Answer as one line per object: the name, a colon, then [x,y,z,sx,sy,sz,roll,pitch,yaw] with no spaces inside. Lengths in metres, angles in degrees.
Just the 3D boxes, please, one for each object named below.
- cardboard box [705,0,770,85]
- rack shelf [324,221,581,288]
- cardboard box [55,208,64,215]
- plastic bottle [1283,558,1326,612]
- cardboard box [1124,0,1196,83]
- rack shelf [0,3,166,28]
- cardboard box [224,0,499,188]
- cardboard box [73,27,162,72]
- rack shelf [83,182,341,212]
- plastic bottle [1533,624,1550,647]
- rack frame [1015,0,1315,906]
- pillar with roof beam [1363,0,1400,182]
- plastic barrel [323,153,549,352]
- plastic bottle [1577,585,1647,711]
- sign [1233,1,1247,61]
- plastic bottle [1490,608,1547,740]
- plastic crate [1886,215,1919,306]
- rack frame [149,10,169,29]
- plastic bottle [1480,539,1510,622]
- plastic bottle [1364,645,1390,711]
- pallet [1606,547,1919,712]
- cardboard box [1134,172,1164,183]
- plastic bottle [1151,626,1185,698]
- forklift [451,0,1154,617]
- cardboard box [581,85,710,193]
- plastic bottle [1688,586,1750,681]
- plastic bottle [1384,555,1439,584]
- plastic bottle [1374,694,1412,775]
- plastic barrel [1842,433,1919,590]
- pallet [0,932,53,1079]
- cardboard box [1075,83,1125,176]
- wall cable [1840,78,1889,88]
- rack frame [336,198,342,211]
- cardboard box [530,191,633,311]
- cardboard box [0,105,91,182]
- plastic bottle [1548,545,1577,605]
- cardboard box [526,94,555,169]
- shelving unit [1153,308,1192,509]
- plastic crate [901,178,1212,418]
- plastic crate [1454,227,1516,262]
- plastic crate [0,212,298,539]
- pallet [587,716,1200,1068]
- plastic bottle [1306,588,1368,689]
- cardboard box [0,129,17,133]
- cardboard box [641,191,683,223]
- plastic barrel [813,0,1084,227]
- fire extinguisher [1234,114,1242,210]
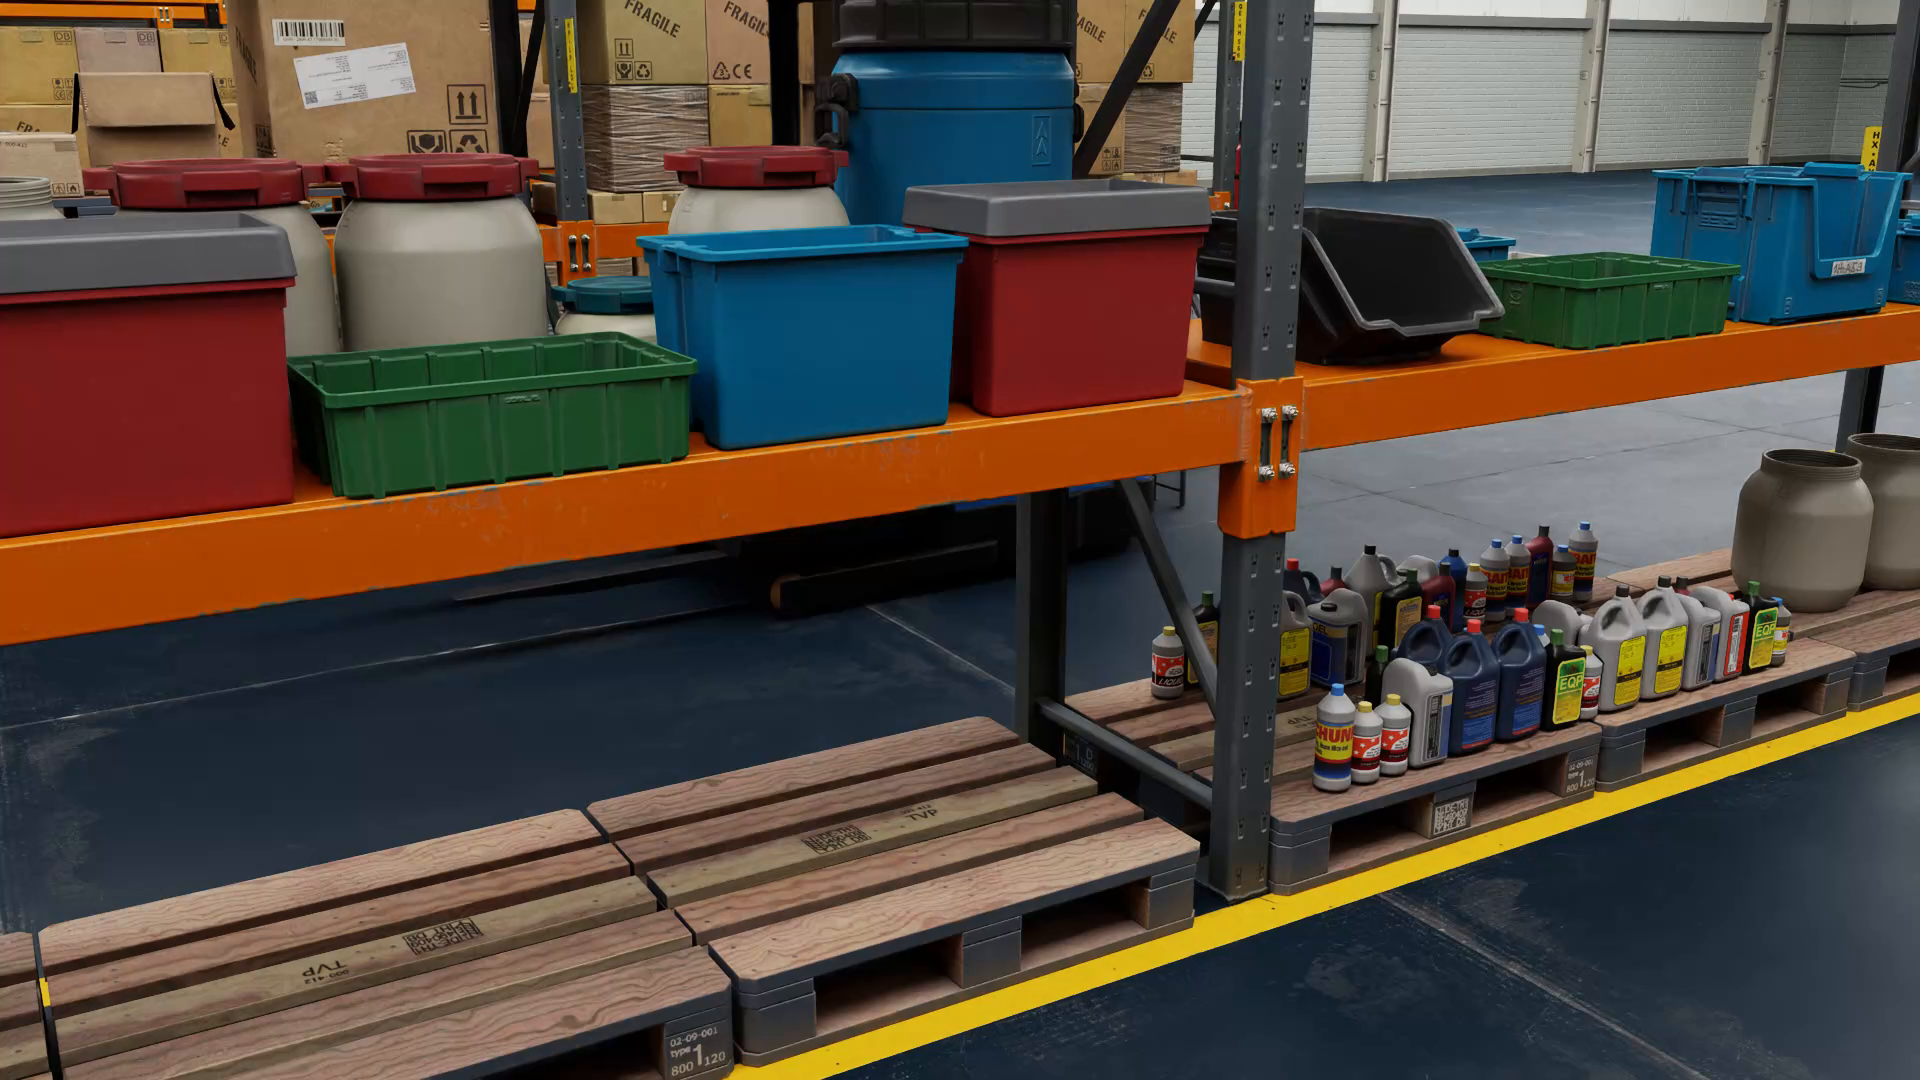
cardboard box: [-1.138,-2.548,8.353,0.500,0.500,0.500,-9,18,-30]
rack shelf: [-3.796,-1.177,7.384,4.000,0.370,1.077,-9,18,-30]
cardboard box: [-10.856,-4.120,20.171,0.625,0.625,0.875,-9,18,-30]
plastic bottle: [1.037,0.225,5.141,0.185,0.351,0.144,-10,19,-32]
cardboard box: [1.003,-2.897,9.597,0.500,0.500,0.500,-9,18,-30]
rack shelf: [-11.460,-6.062,19.254,4.000,0.370,1.077,-9,18,-30]
cardboard box: [-2.835,-2.214,7.863,1.000,1.000,1.000,-9,18,-29]
cardboard box: [-5.846,-3.280,11.516,0.500,0.500,0.700,-9,18,-29]
rack shelf: [-6.264,-2.339,11.528,4.000,0.370,1.077,-9,18,-30]
plastic bottle: [1.643,0.375,4.755,0.097,0.271,0.097,0,16,0]
rack frame: [0.469,-0.655,4.191,0.127,3.000,1.000,-9,18,-30]
pillar with roof beam: [10.269,-10.305,27.498,0.400,9.000,9.100,-9,18,-30]
plastic barrel: [-1.093,-0.537,3.515,0.433,0.535,0.433,0,16,0]
plastic bottle: [1.901,0.307,4.851,0.185,0.351,0.144,-9,18,-30]
sign: [1.615,-2.936,9.595,0.005,0.325,0.100,-9,18,-30]
plastic bottle: [1.536,0.366,4.640,0.185,0.351,0.144,-10,19,-32]
plastic crate: [3.063,-0.912,5.382,0.408,0.251,0.499,-9,18,-30]
rack frame: [-9.745,-5.242,20.553,0.127,3.000,1.000,-9,18,-30]
plastic bottle: [1.803,0.132,5.622,0.097,0.271,0.097,0,16,0]
plastic bottle: [1.175,0.422,4.565,0.133,0.283,0.061,-9,18,-30]
pallet: [3.157,0.264,6.076,1.213,0.211,1.003,-9,18,-30]
cardboard box: [0.994,-2.114,9.861,0.250,0.149,0.380,-9,18,-30]
plastic bottle: [0.619,0.358,4.946,0.097,0.201,0.097,0,16,0]
forklift: [-0.672,-1.279,6.543,3.031,2.935,1.130,-10,18,-31]
cardboard box: [-1.664,-2.041,8.397,0.500,0.500,0.875,-9,18,-30]
plastic bottle: [2.319,0.274,5.108,0.135,0.276,0.152,-9,18,-29]
plastic bottle: [1.455,0.195,5.389,0.135,0.276,0.152,-9,18,-29]
plastic bottle: [1.142,0.509,4.406,0.097,0.201,0.097,0,16,0]
plastic barrel: [3.373,-0.107,6.064,0.421,0.512,0.421,0,16,0]
pallet: [-2.276,1.145,2.936,1.213,0.211,1.003,-9,18,-30]
cardboard box: [0.494,-2.381,9.612,0.500,0.500,0.875,-9,18,-30]
wall cable: [21.544,-11.577,37.791,0.112,2.526,3.097,-9,18,-30]
rack frame: [-4.550,-2.963,12.423,0.127,3.000,1.000,-9,18,-30]
cardboard box: [-3.204,-2.340,13.357,0.875,0.875,0.875,-9,18,-29]
cardboard box: [-6.160,-2.665,11.175,0.500,0.500,0.500,-9,18,-30]
plastic bottle: [2.094,0.118,5.799,0.097,0.201,0.097,0,16,0]
cardboard box: [-3.256,-3.219,13.057,0.550,0.550,0.875,-9,18,-30]
shelving unit: [0.797,-0.718,7.747,0.503,1.200,0.258,-10,18,-31]
plastic crate: [0.211,-0.548,3.689,0.583,0.464,0.402,-9,18,-30]
plastic crate: [1.278,-0.800,4.984,0.616,0.251,0.499,-9,18,-30]
plastic crate: [-1.417,-0.284,2.747,0.583,0.464,0.402,-9,18,-30]
pallet: [-0.184,0.805,4.146,1.213,0.211,1.003,-9,18,-30]
plastic bottle: [1.135,0.292,5.042,0.135,0.276,0.152,-9,18,-30]
cardboard box: [-4.220,-1.677,7.306,0.258,0.266,0.396,-10,18,-31]
cardboard box: [-1.522,-1.672,8.284,0.250,0.149,0.380,-9,18,-30]
plastic barrel: [-0.018,-0.913,4.181,0.708,0.901,0.600,-9,18,-30]
fire extinguisher: [1.682,-2.229,9.949,0.183,0.674,0.296,-9,18,-30]
